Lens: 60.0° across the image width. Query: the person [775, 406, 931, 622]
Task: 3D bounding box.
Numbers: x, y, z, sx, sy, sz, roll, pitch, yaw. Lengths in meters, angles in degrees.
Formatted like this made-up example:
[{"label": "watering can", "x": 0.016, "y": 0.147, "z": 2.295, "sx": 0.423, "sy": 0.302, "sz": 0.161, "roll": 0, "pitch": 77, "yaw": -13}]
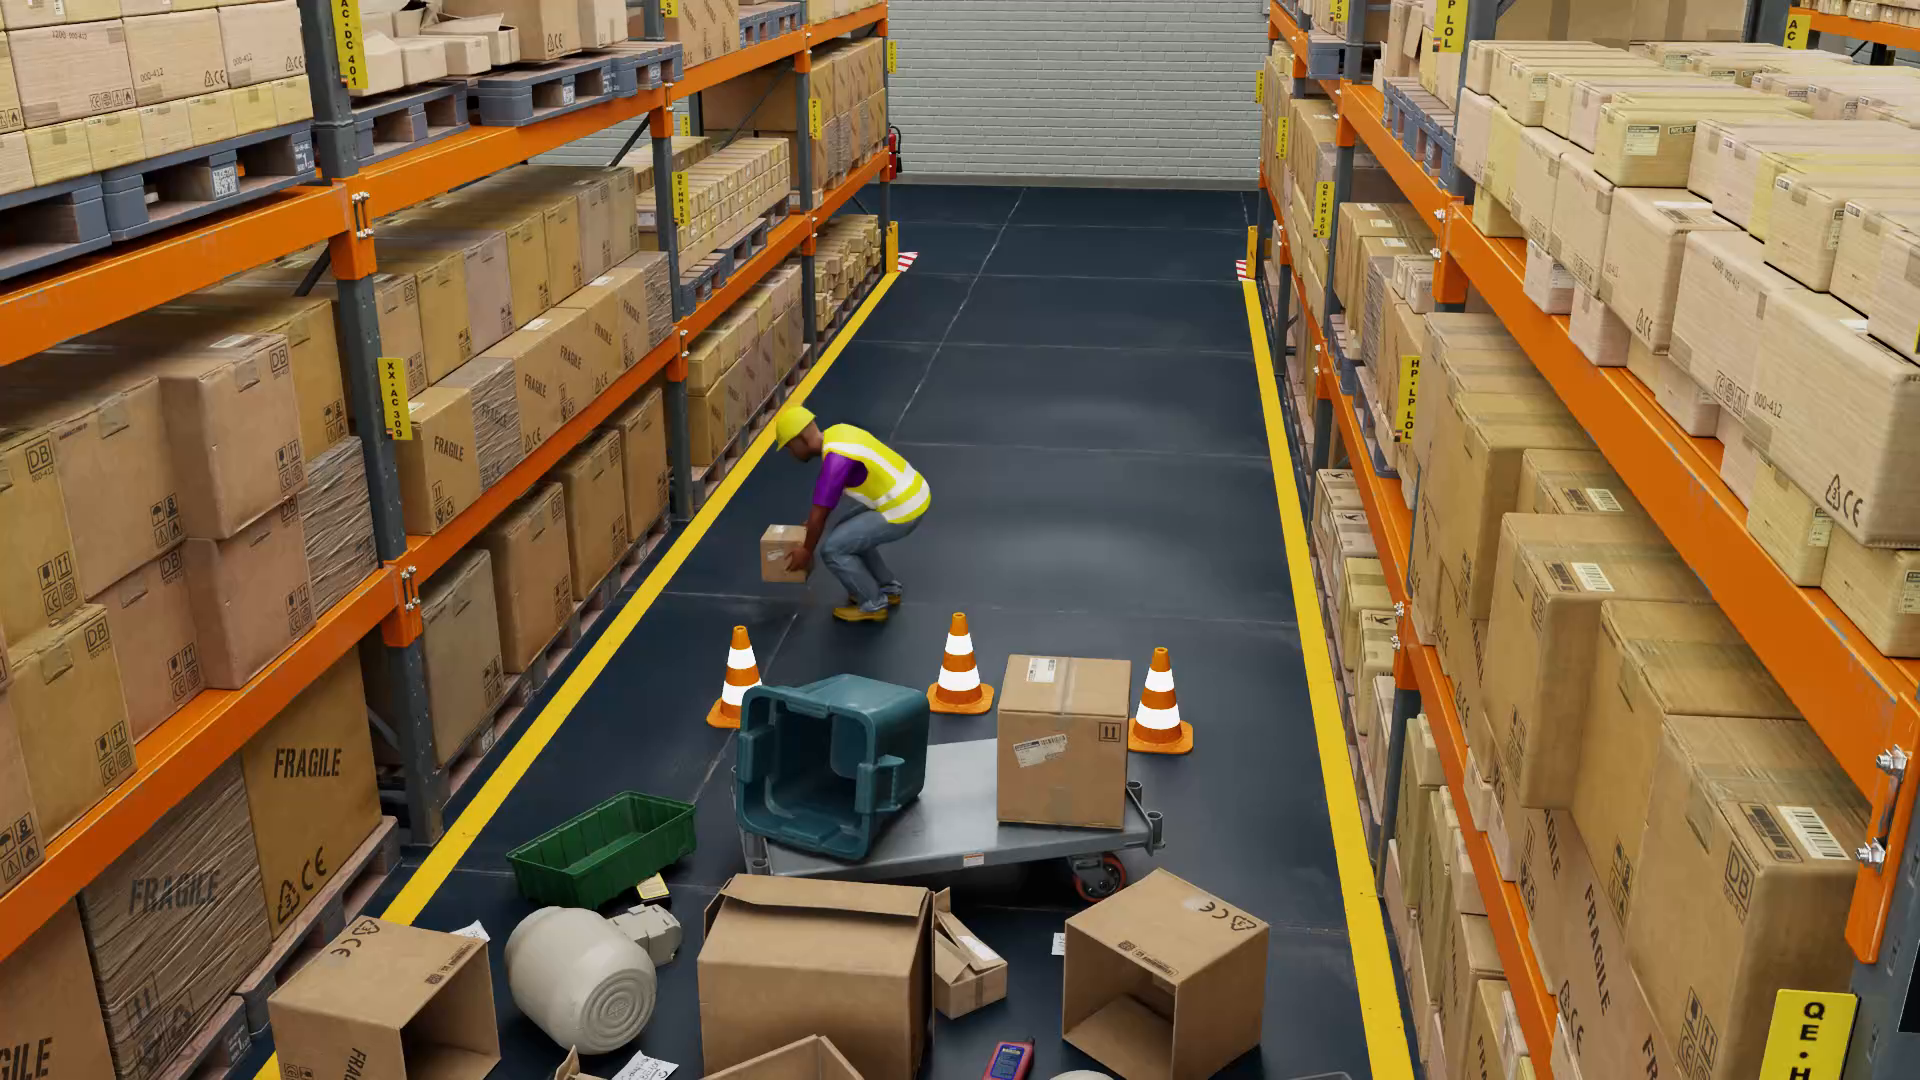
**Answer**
[{"label": "person", "x": -0.588, "y": -0.150, "z": 9.222, "sx": 0.839, "sy": 1.207, "sz": 0.620, "roll": 2, "pitch": 21, "yaw": 6}]
